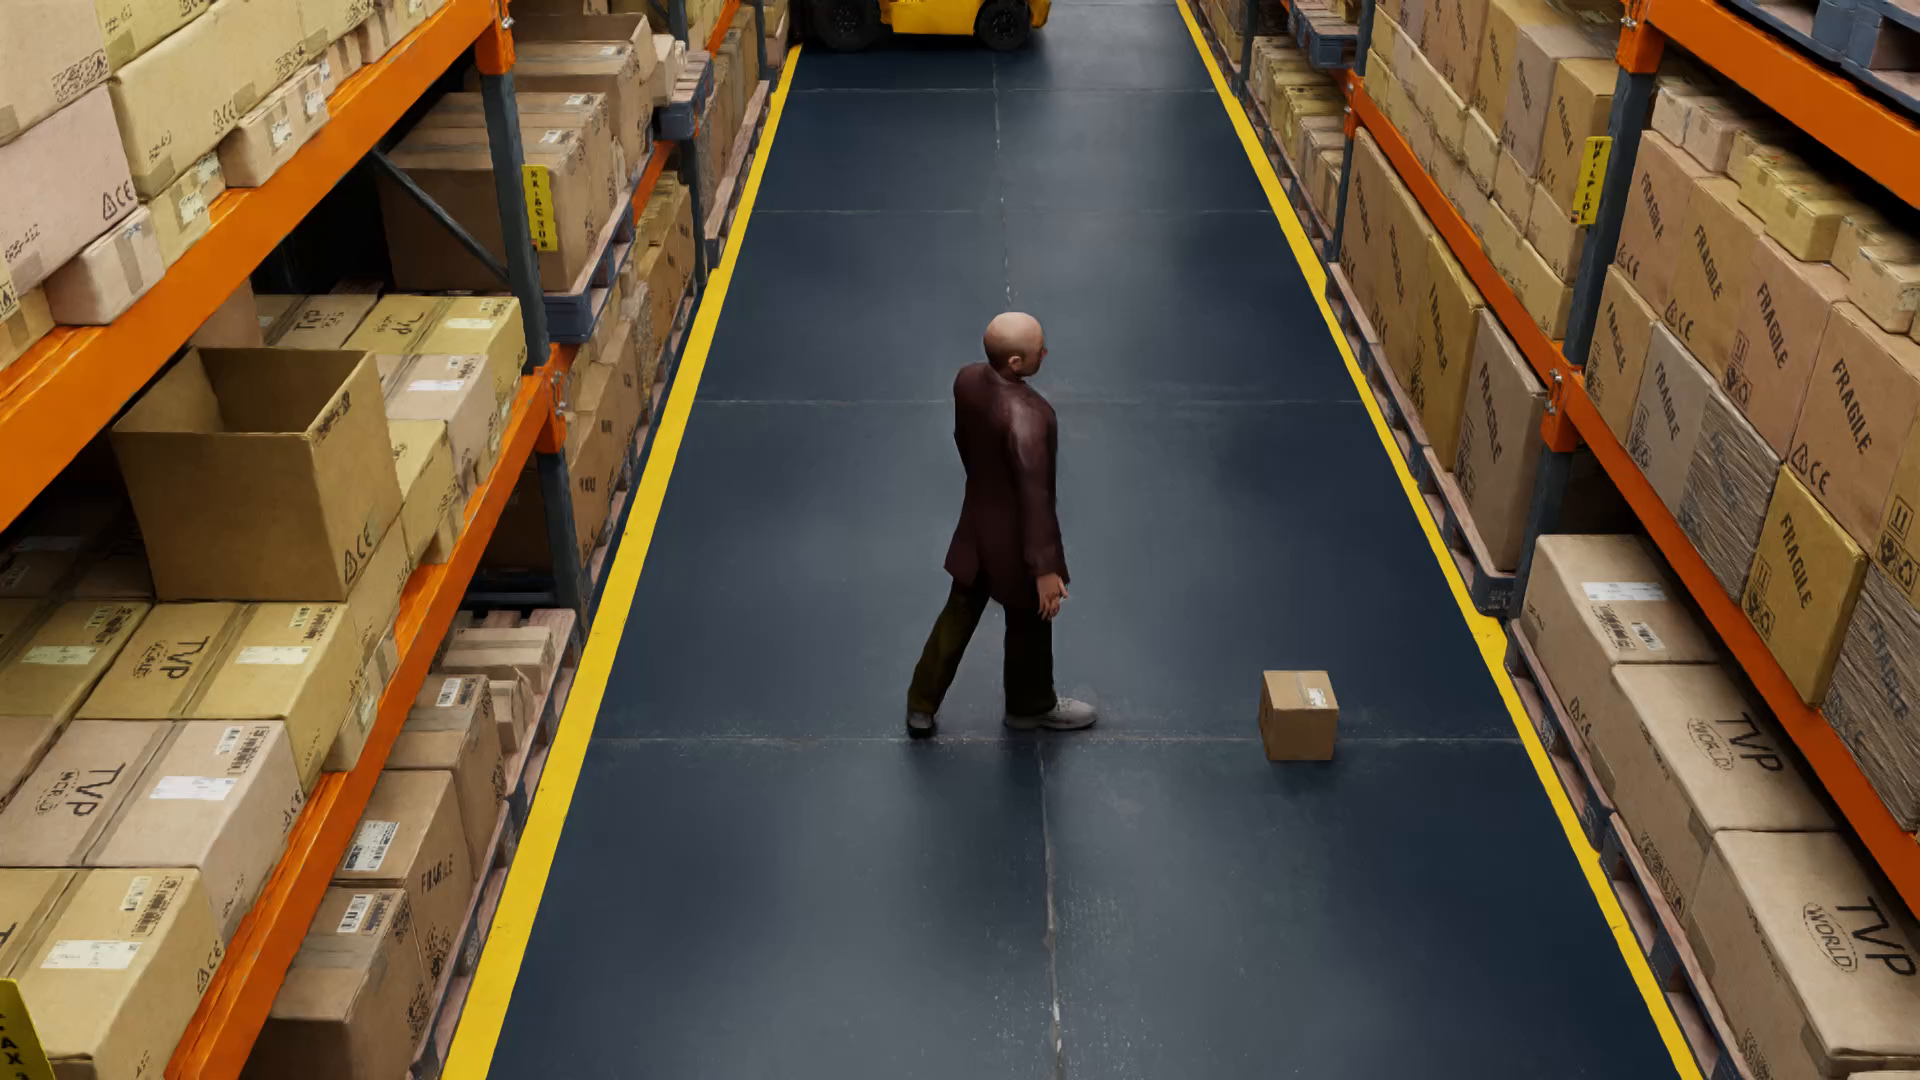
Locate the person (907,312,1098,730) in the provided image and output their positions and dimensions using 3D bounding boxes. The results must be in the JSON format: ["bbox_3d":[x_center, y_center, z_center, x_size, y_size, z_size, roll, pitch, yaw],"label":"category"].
[{"bbox_3d":[0.161,-0.019,6.176,0.707,1.774,0.775,-17,35,-25],"label":"person"}]
